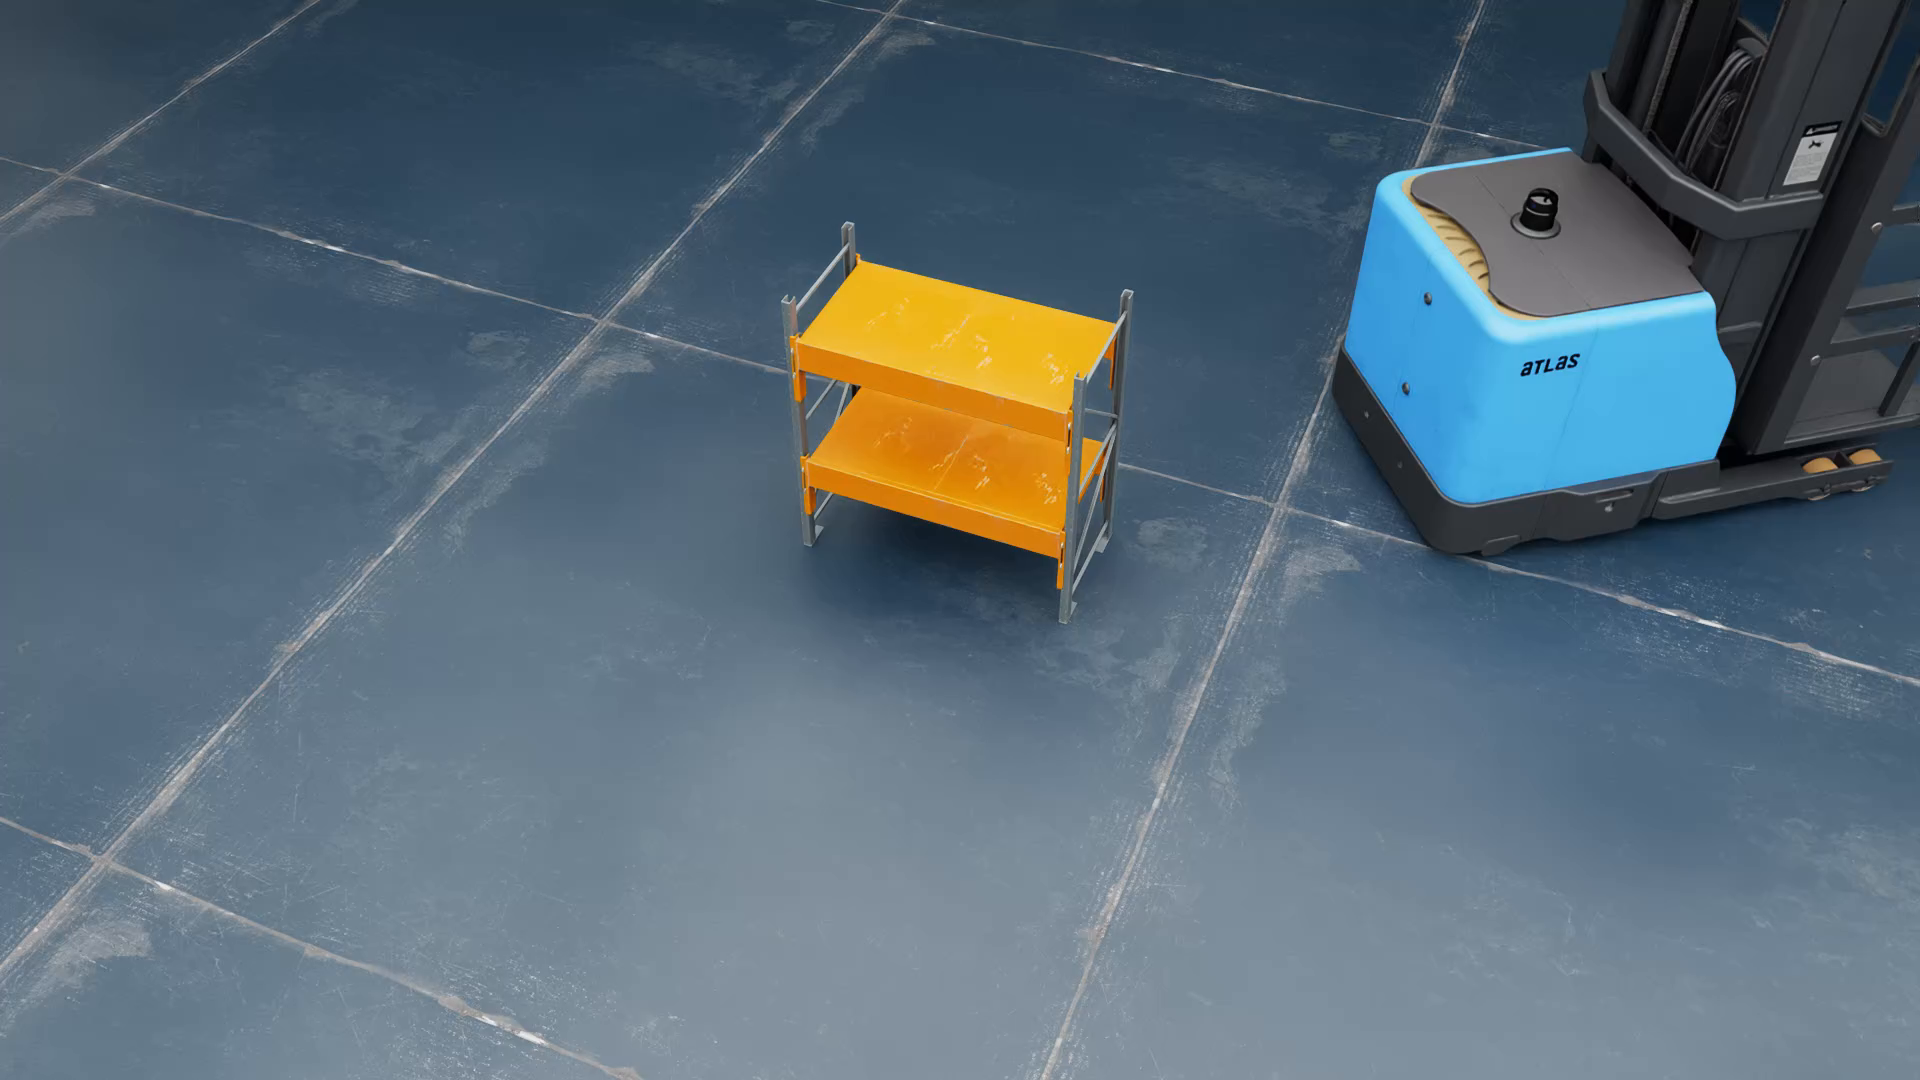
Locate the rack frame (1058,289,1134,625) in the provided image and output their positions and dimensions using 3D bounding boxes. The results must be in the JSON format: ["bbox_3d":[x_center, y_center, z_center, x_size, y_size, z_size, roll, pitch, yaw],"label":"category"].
[{"bbox_3d":[0.463,-0.263,5.716,0.032,1.125,0.500,16,47,16],"label":"rack frame"}]

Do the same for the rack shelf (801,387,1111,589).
[{"bbox_3d":[-0.006,-0.227,6.028,1.000,0.278,0.538,16,47,16],"label":"rack shelf"}]

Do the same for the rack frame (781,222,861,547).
[{"bbox_3d":[-0.475,-0.539,5.994,0.032,1.125,0.500,16,47,16],"label":"rack frame"}]

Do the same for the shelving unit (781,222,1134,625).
[{"bbox_3d":[-0.006,-0.401,5.855,1.048,1.125,0.538,16,47,16],"label":"shelving unit"}]

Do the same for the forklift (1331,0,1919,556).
[{"bbox_3d":[3.082,-1.544,5.724,3.031,2.935,1.130,-10,46,-10],"label":"forklift"}]

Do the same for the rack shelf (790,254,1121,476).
[{"bbox_3d":[-0.006,-0.608,5.649,1.000,0.278,0.538,16,47,16],"label":"rack shelf"}]
